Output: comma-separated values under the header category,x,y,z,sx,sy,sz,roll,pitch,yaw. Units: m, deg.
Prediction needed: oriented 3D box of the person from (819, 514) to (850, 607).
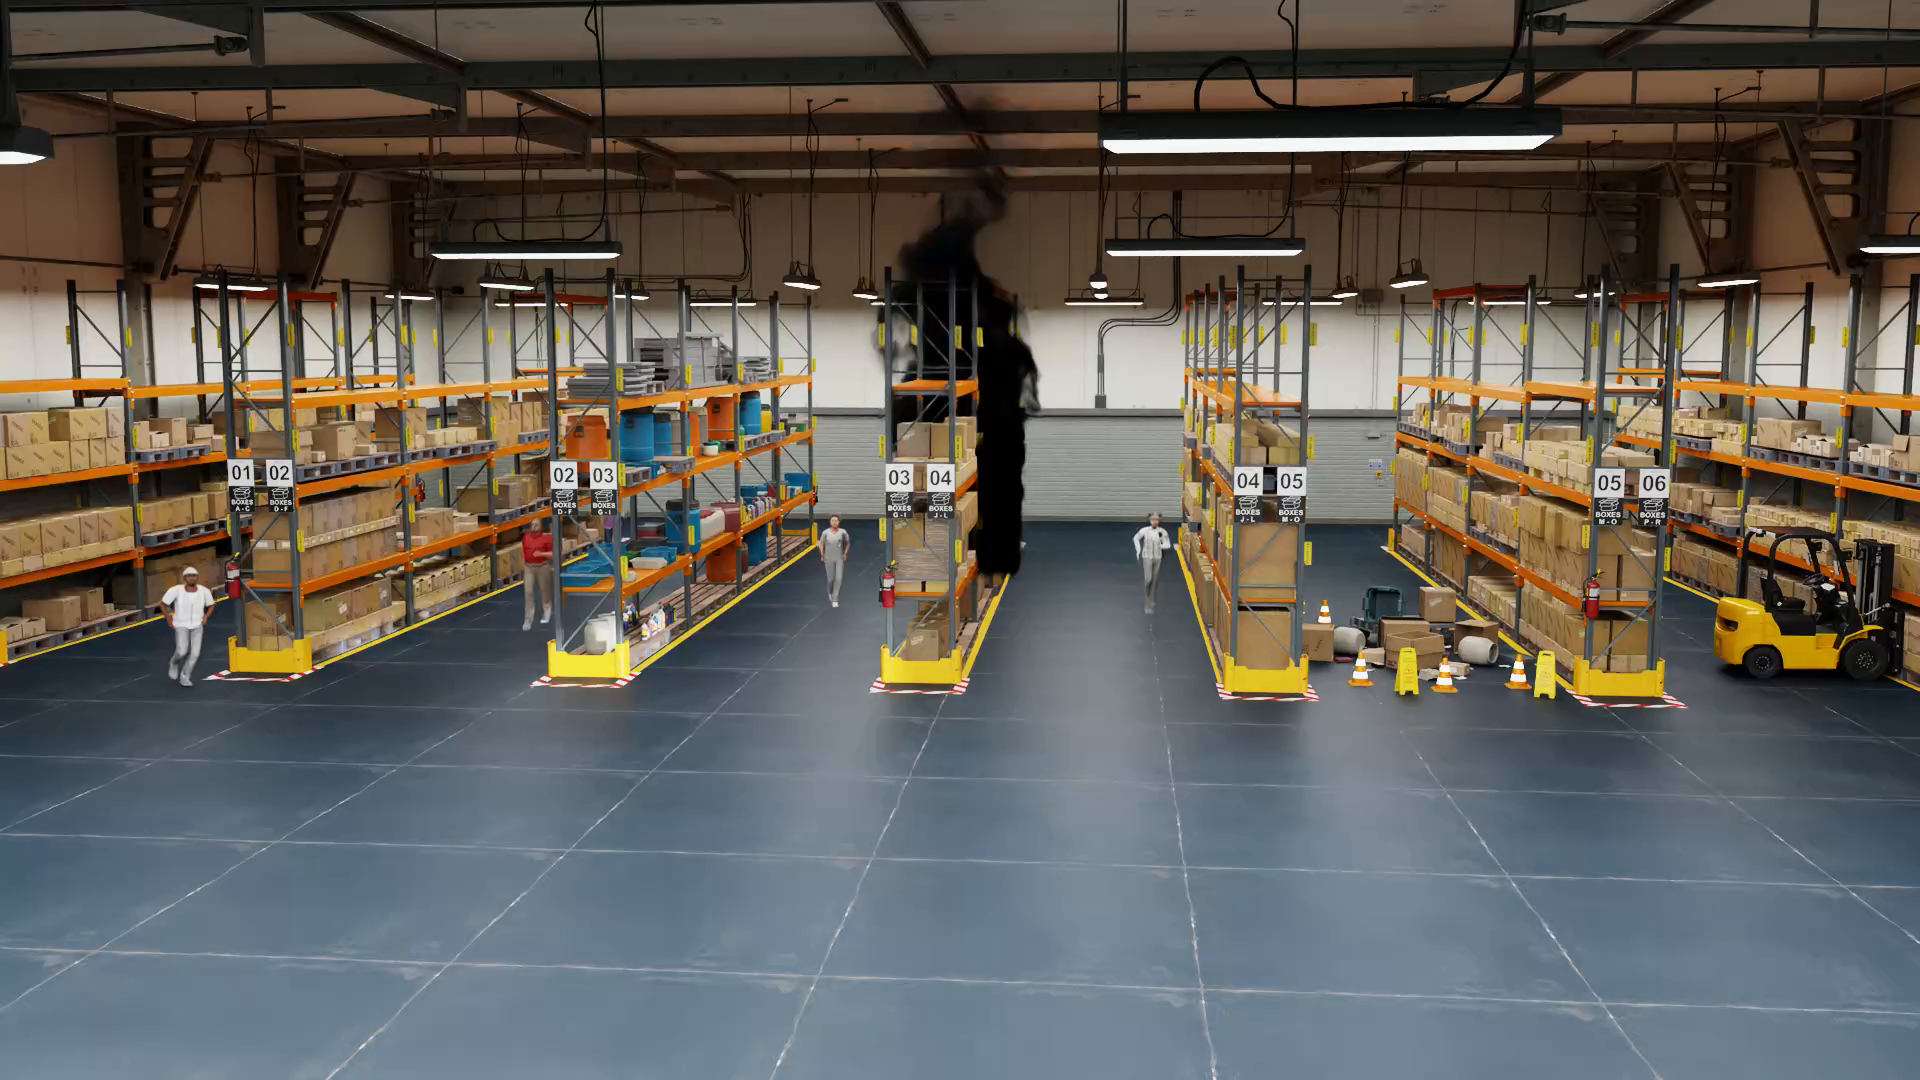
category,x,y,z,sx,sy,sz,roll,pitch,yaw
person,-2.207,0.350,29.347,0.550,1.632,0.544,-1,7,-6

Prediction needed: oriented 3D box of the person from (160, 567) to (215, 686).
category,x,y,z,sx,sy,sz,roll,pitch,yaw
person,-11.119,1.243,24.027,0.717,1.711,0.496,-5,9,-37

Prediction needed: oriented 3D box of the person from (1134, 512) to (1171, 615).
category,x,y,z,sx,sy,sz,roll,pitch,yaw
person,3.349,0.390,28.859,0.591,1.784,0.654,0,7,-3

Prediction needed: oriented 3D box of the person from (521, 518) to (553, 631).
category,x,y,z,sx,sy,sz,roll,pitch,yaw
person,-6.944,0.542,27.350,0.648,1.809,0.778,0,7,3

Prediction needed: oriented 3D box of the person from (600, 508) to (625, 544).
category,x,y,z,sx,sy,sz,roll,pitch,yaw
person,-7.116,-0.220,34.033,0.536,1.586,0.880,-1,7,-6
